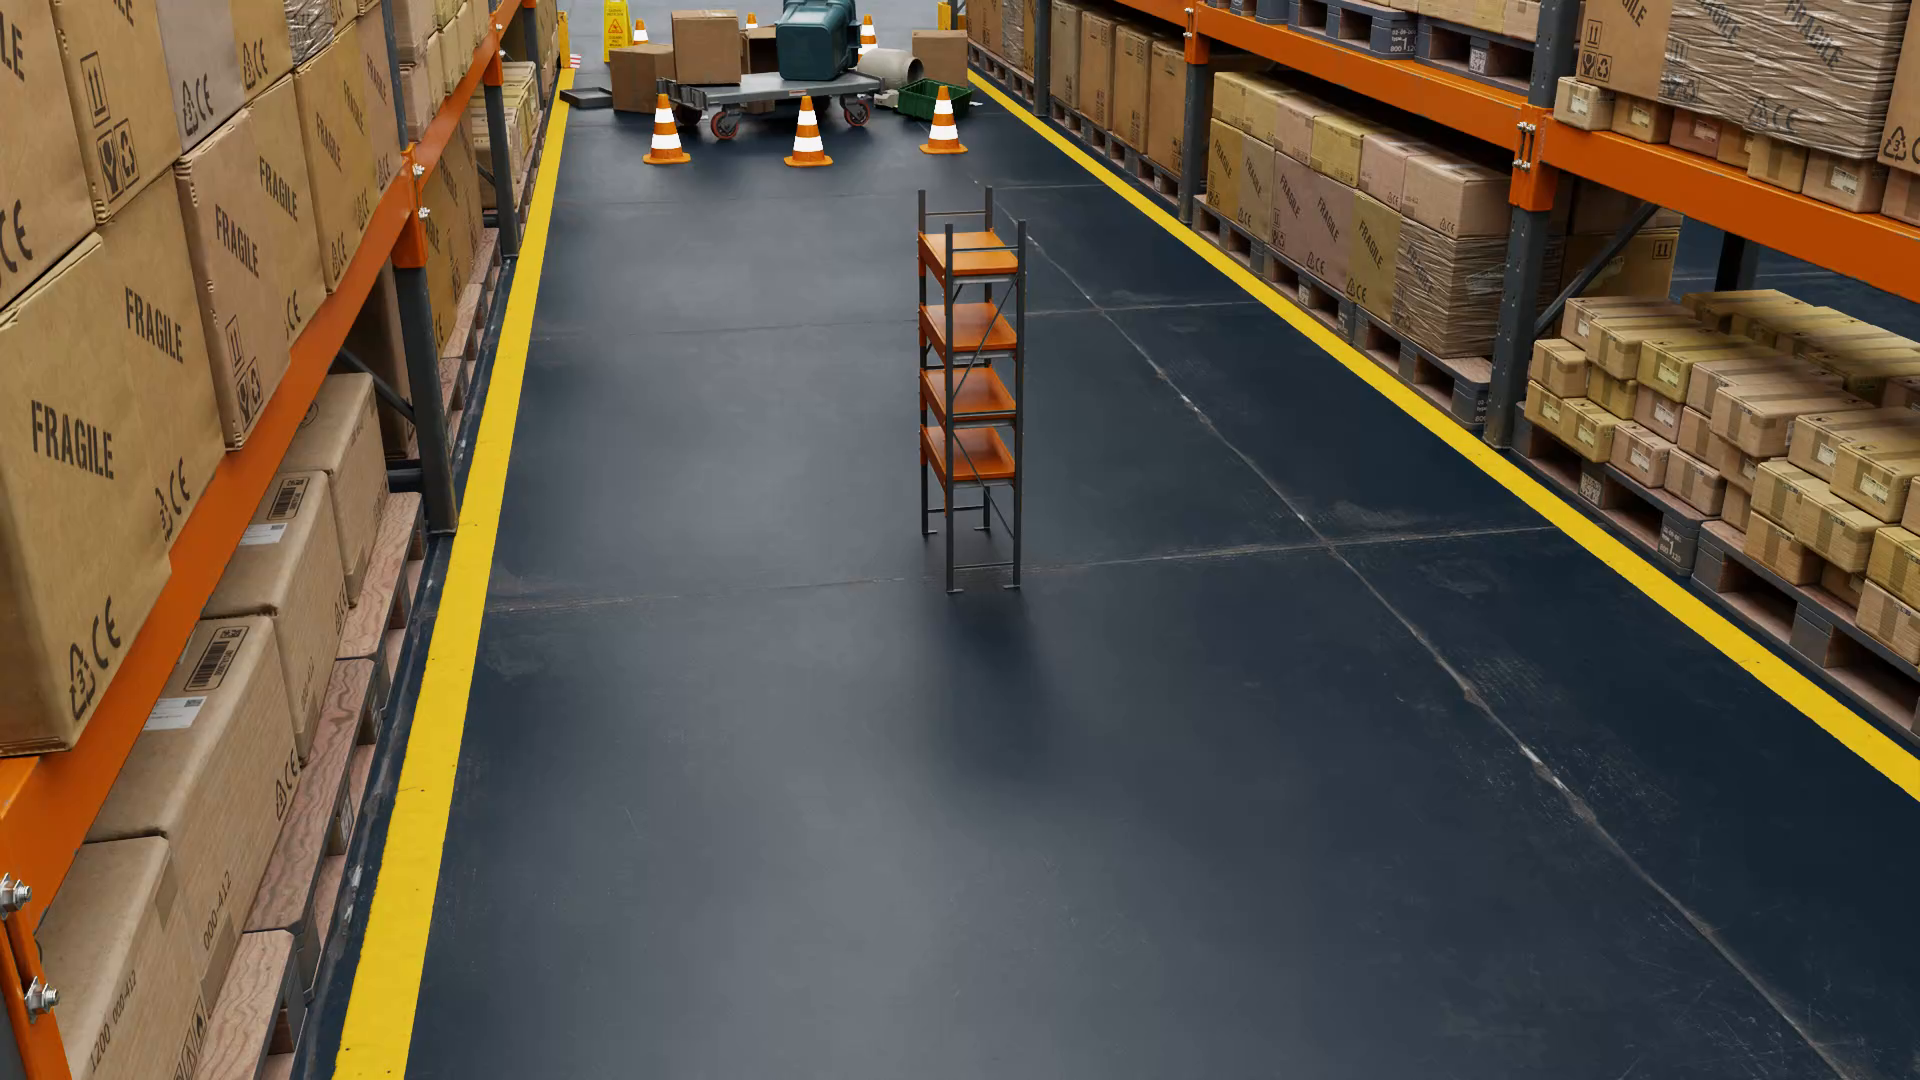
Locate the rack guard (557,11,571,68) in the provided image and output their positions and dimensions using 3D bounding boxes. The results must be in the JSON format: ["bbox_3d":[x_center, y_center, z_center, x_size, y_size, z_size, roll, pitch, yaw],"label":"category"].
[{"bbox_3d":[-4.461,-4.922,16.394,1.175,0.500,0.348,-4,24,-10],"label":"rack guard"}]

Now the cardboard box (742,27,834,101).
[{"bbox_3d":[-1.481,-4.144,14.441,0.797,0.637,0.503,-4,24,-10],"label":"cardboard box"}]

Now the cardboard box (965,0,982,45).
[{"bbox_3d":[0.562,-5.460,16.634,0.875,0.875,0.875,-4,24,-9],"label":"cardboard box"}]

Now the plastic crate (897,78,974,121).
[{"bbox_3d":[-0.209,-3.639,13.775,0.450,0.188,0.662,17,27,13],"label":"plastic crate"}]

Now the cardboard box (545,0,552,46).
[{"bbox_3d":[-3.784,-4.465,14.200,0.500,0.500,0.500,-3,24,-7],"label":"cardboard box"}]

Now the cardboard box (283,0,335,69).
[{"bbox_3d":[-1.708,-1.316,3.641,0.500,0.500,0.500,-4,24,-9],"label":"cardboard box"}]

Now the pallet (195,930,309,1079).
[{"bbox_3d":[-1.741,1.166,2.817,1.003,0.211,1.213,-4,24,-10],"label":"pallet"}]

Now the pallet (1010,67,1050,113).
[{"bbox_3d":[1.047,-3.957,14.546,1.003,0.211,1.213,-4,24,-10],"label":"pallet"}]

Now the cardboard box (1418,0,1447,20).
[{"bbox_3d":[2.183,-2.301,7.059,0.380,0.149,0.250,-6,24,-12],"label":"cardboard box"}]

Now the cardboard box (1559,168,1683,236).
[{"bbox_3d":[2.713,-1.484,7.061,0.500,0.250,0.500,-5,24,-12],"label":"cardboard box"}]

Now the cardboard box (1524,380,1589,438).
[{"bbox_3d":[2.342,-0.502,6.189,0.380,0.149,0.250,-5,24,-12],"label":"cardboard box"}]

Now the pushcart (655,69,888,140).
[{"bbox_3d":[-1.504,-3.510,13.316,1.648,0.377,0.936,-13,27,-28],"label":"pushcart"}]

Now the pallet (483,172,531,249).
[{"bbox_3d":[-3.138,-1.980,10.019,1.003,0.211,1.213,-4,24,-10],"label":"pallet"}]

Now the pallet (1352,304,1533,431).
[{"bbox_3d":[2.445,-0.811,7.344,1.003,0.211,1.213,-4,24,-10],"label":"pallet"}]

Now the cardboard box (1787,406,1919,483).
[{"bbox_3d":[2.707,-0.274,4.924,0.380,0.149,0.250,-5,24,-12],"label":"cardboard box"}]

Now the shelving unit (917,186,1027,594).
[{"bbox_3d":[0.031,-0.485,5.361,0.258,1.200,0.503,-4,24,-10],"label":"shelving unit"}]

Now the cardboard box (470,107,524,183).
[{"bbox_3d":[-3.234,-2.451,10.373,0.950,0.372,0.625,-5,24,-11],"label":"cardboard box"}]

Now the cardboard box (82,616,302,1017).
[{"bbox_3d":[-1.914,0.567,3.381,0.875,0.438,0.875,-4,24,-8],"label":"cardboard box"}]

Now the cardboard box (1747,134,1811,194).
[{"bbox_3d":[2.570,-1.124,4.889,0.380,0.149,0.250,-4,24,-9],"label":"cardboard box"}]

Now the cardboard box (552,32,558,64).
[{"bbox_3d":[-3.973,-4.527,15.278,0.500,0.250,0.500,-4,24,-10],"label":"cardboard box"}]

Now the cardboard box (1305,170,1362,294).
[{"bbox_3d":[2.021,-1.506,8.050,0.500,0.500,0.500,-5,24,-11],"label":"cardboard box"}]

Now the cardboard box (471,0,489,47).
[{"bbox_3d":[-2.537,-2.502,7.918,0.500,0.250,0.500,-4,24,-9],"label":"cardboard box"}]

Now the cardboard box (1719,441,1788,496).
[{"bbox_3d":[2.633,-0.237,5.210,0.380,0.149,0.250,-3,24,-7],"label":"cardboard box"}]

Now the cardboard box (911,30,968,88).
[{"bbox_3d":[-0.185,-4.320,15.013,0.500,0.500,0.500,0,24,-1],"label":"cardboard box"}]

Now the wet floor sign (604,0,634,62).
[{"bbox_3d":[-3.458,-5.172,16.786,0.267,0.644,0.232,4,24,9],"label":"wet floor sign"}]

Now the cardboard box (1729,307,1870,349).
[{"bbox_3d":[2.998,-0.723,5.952,0.380,0.149,0.250,-4,24,-9],"label":"cardboard box"}]

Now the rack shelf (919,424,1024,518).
[{"bbox_3d":[0.031,-0.241,5.467,0.258,0.148,0.480,-4,24,-10],"label":"rack shelf"}]

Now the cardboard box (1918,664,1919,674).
[{"bbox_3d":[2.749,0.317,4.314,0.380,0.149,0.250,-5,24,-12],"label":"cardboard box"}]

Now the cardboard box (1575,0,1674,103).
[{"bbox_3d":[2.434,-1.752,5.516,0.500,0.500,0.500,-5,24,-11],"label":"cardboard box"}]

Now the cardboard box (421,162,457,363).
[{"bbox_3d":[-2.624,-1.188,6.853,0.875,0.875,0.875,-4,24,-8],"label":"cardboard box"}]

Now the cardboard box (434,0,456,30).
[{"bbox_3d":[-2.251,-2.135,6.453,0.500,0.250,0.500,-4,24,-9],"label":"cardboard box"}]

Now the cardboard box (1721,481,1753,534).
[{"bbox_3d":[2.668,-0.104,5.278,0.380,0.149,0.250,-5,24,-12],"label":"cardboard box"}]

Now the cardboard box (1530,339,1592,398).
[{"bbox_3d":[2.343,-0.639,6.131,0.380,0.149,0.250,-3,24,-7],"label":"cardboard box"}]

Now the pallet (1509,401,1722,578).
[{"bbox_3d":[2.749,-0.244,6.044,1.003,0.211,1.213,-4,24,-10],"label":"pallet"}]

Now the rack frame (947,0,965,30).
[{"bbox_3d":[0.371,-6.503,16.892,1.000,3.000,0.127,-4,24,-10],"label":"rack frame"}]

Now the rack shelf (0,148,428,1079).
[{"bbox_3d":[-1.886,-0.261,3.498,1.077,0.370,4.000,-4,24,-10],"label":"rack shelf"}]

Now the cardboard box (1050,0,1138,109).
[{"bbox_3d":[1.314,-3.854,13.112,1.050,0.750,0.750,-4,24,-10],"label":"cardboard box"}]

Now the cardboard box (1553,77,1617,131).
[{"bbox_3d":[2.321,-1.532,5.824,0.380,0.149,0.250,-3,24,-8],"label":"cardboard box"}]

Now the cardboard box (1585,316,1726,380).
[{"bbox_3d":[2.443,-0.678,5.849,0.380,0.149,0.250,-3,24,-7],"label":"cardboard box"}]

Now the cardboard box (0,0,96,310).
[{"bbox_3d":[-1.325,-0.517,1.813,0.500,0.500,0.500,-5,24,-11],"label":"cardboard box"}]

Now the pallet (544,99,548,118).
[{"bbox_3d":[-3.894,-3.507,13.517,1.003,0.211,1.213,-4,24,-10],"label":"pallet"}]

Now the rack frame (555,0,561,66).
[{"bbox_3d":[-4.475,-6.097,15.962,1.000,3.000,0.127,-4,24,-10],"label":"rack frame"}]

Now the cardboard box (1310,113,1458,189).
[{"bbox_3d":[2.010,-1.858,7.918,0.500,0.250,0.500,-5,24,-12],"label":"cardboard box"}]

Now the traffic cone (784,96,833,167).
[{"bbox_3d":[-1.093,-2.937,11.896,0.336,0.463,0.334,-4,24,-10],"label":"traffic cone"}]

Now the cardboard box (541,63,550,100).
[{"bbox_3d":[-3.579,-3.708,13.403,0.500,0.250,0.500,-5,24,-12],"label":"cardboard box"}]

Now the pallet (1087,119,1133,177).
[{"bbox_3d":[1.557,-2.873,12.064,1.003,0.211,1.213,-4,24,-10],"label":"pallet"}]

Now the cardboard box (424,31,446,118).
[{"bbox_3d":[-2.175,-1.704,6.092,0.500,0.250,0.500,-5,24,-11],"label":"cardboard box"}]

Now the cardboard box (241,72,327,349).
[{"bbox_3d":[-1.629,-0.654,3.374,0.500,0.500,0.500,-4,24,-8],"label":"cardboard box"}]
